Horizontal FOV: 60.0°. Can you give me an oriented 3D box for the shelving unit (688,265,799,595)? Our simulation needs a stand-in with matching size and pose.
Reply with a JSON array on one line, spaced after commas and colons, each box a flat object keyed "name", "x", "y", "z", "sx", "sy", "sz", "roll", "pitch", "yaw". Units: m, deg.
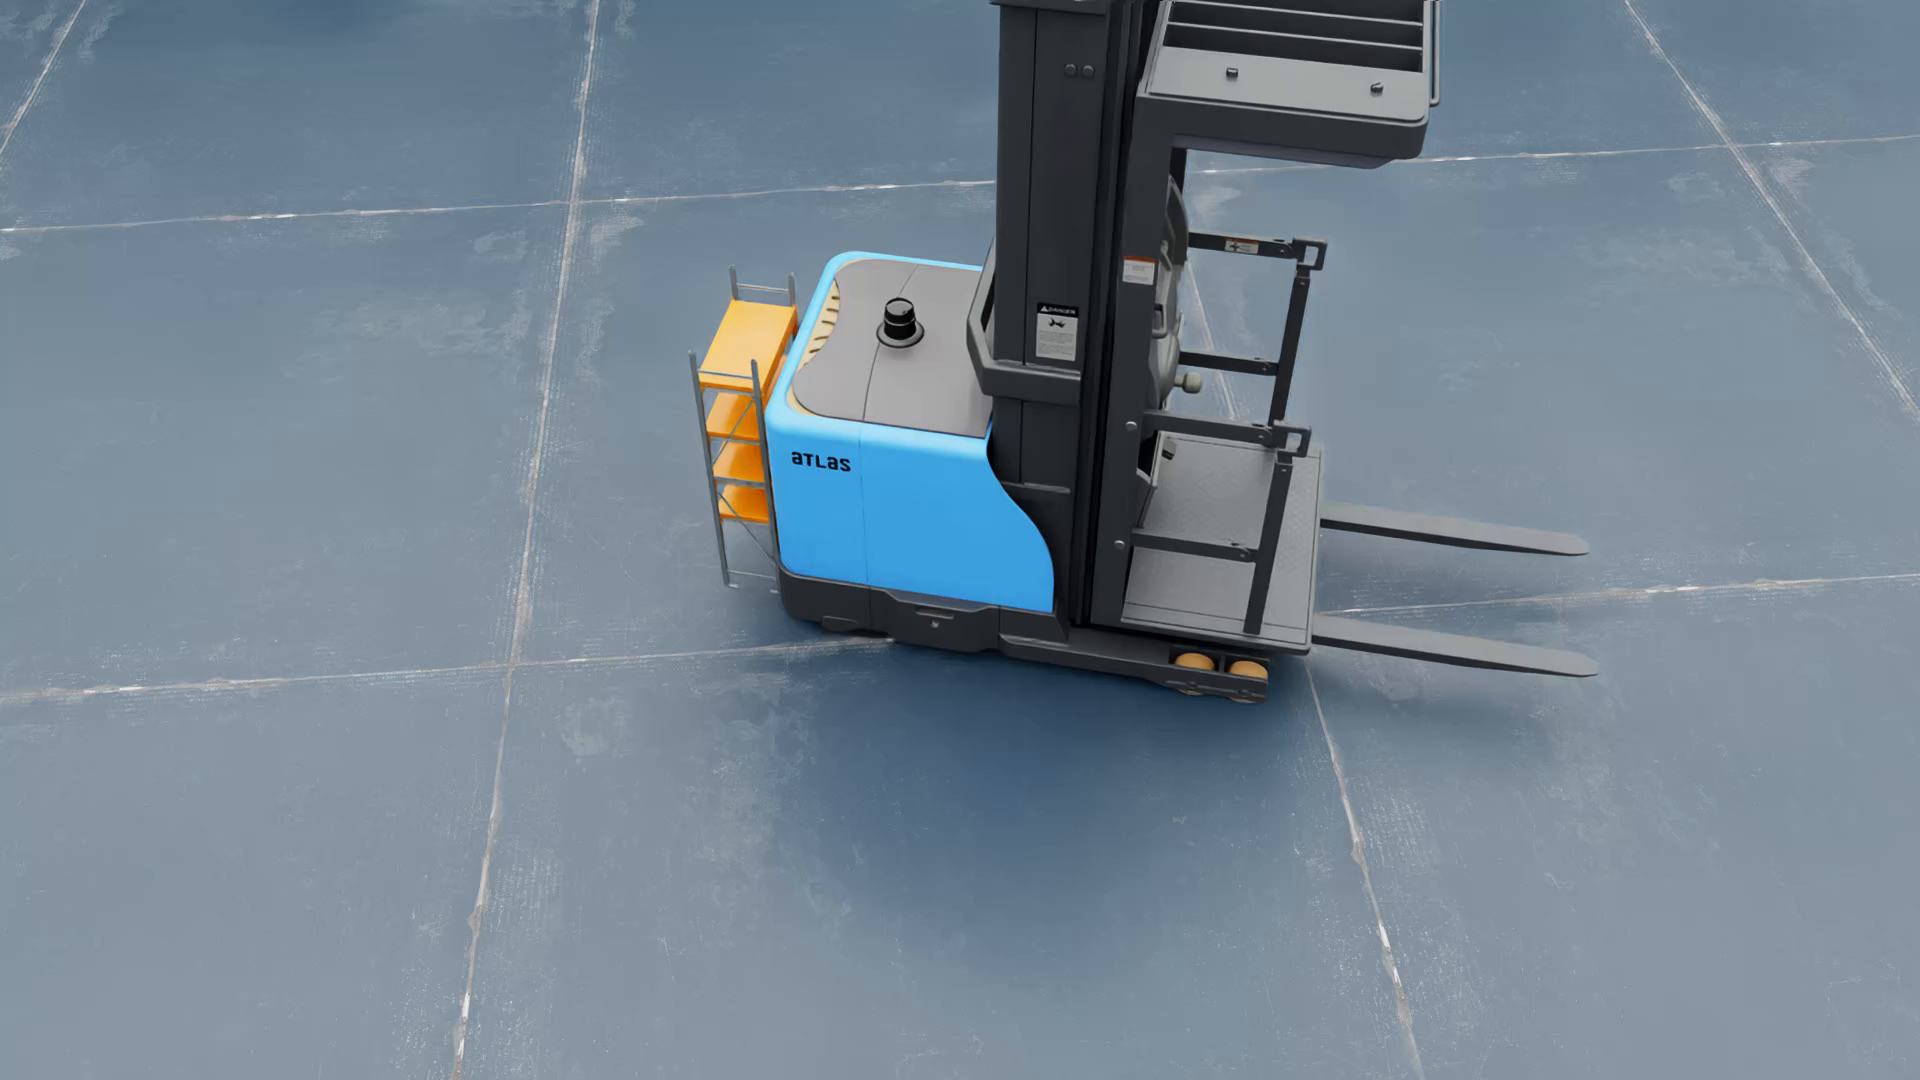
[{"name": "shelving unit", "x": -0.767, "y": -0.391, "z": 6.294, "sx": 0.258, "sy": 1.200, "sz": 0.503, "roll": 8, "pitch": 47, "yaw": 7}]

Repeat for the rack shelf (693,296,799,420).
[{"name": "rack shelf", "x": -0.767, "y": -0.661, "z": 6.009, "sx": 0.258, "sy": 0.148, "sz": 0.480, "roll": 8, "pitch": 47, "yaw": 7}]

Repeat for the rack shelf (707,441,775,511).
[{"name": "rack shelf", "x": -0.767, "y": -0.345, "z": 6.343, "sx": 0.258, "sy": 0.148, "sz": 0.480, "roll": 8, "pitch": 47, "yaw": 7}]

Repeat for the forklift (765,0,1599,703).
[{"name": "forklift", "x": 0.881, "y": -0.826, "z": 5.513, "sx": 3.031, "sy": 2.935, "sz": 1.130, "roll": 8, "pitch": 47, "yaw": 8}]

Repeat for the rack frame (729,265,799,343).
[{"name": "rack frame", "x": -0.721, "y": -0.565, "z": 6.459, "sx": 0.240, "sy": 1.200, "sz": 0.015, "roll": 8, "pitch": 47, "yaw": 7}]

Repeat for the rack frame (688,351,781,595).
[{"name": "rack frame", "x": -0.813, "y": -0.217, "z": 6.129, "sx": 0.240, "sy": 1.200, "sz": 0.015, "roll": 8, "pitch": 47, "yaw": 7}]

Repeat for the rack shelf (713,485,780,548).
[{"name": "rack shelf", "x": -0.767, "y": -0.208, "z": 6.487, "sx": 0.258, "sy": 0.148, "sz": 0.480, "roll": 8, "pitch": 47, "yaw": 7}]

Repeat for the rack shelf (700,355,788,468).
[{"name": "rack shelf", "x": -0.767, "y": -0.499, "z": 6.180, "sx": 0.258, "sy": 0.148, "sz": 0.480, "roll": 8, "pitch": 47, "yaw": 7}]
